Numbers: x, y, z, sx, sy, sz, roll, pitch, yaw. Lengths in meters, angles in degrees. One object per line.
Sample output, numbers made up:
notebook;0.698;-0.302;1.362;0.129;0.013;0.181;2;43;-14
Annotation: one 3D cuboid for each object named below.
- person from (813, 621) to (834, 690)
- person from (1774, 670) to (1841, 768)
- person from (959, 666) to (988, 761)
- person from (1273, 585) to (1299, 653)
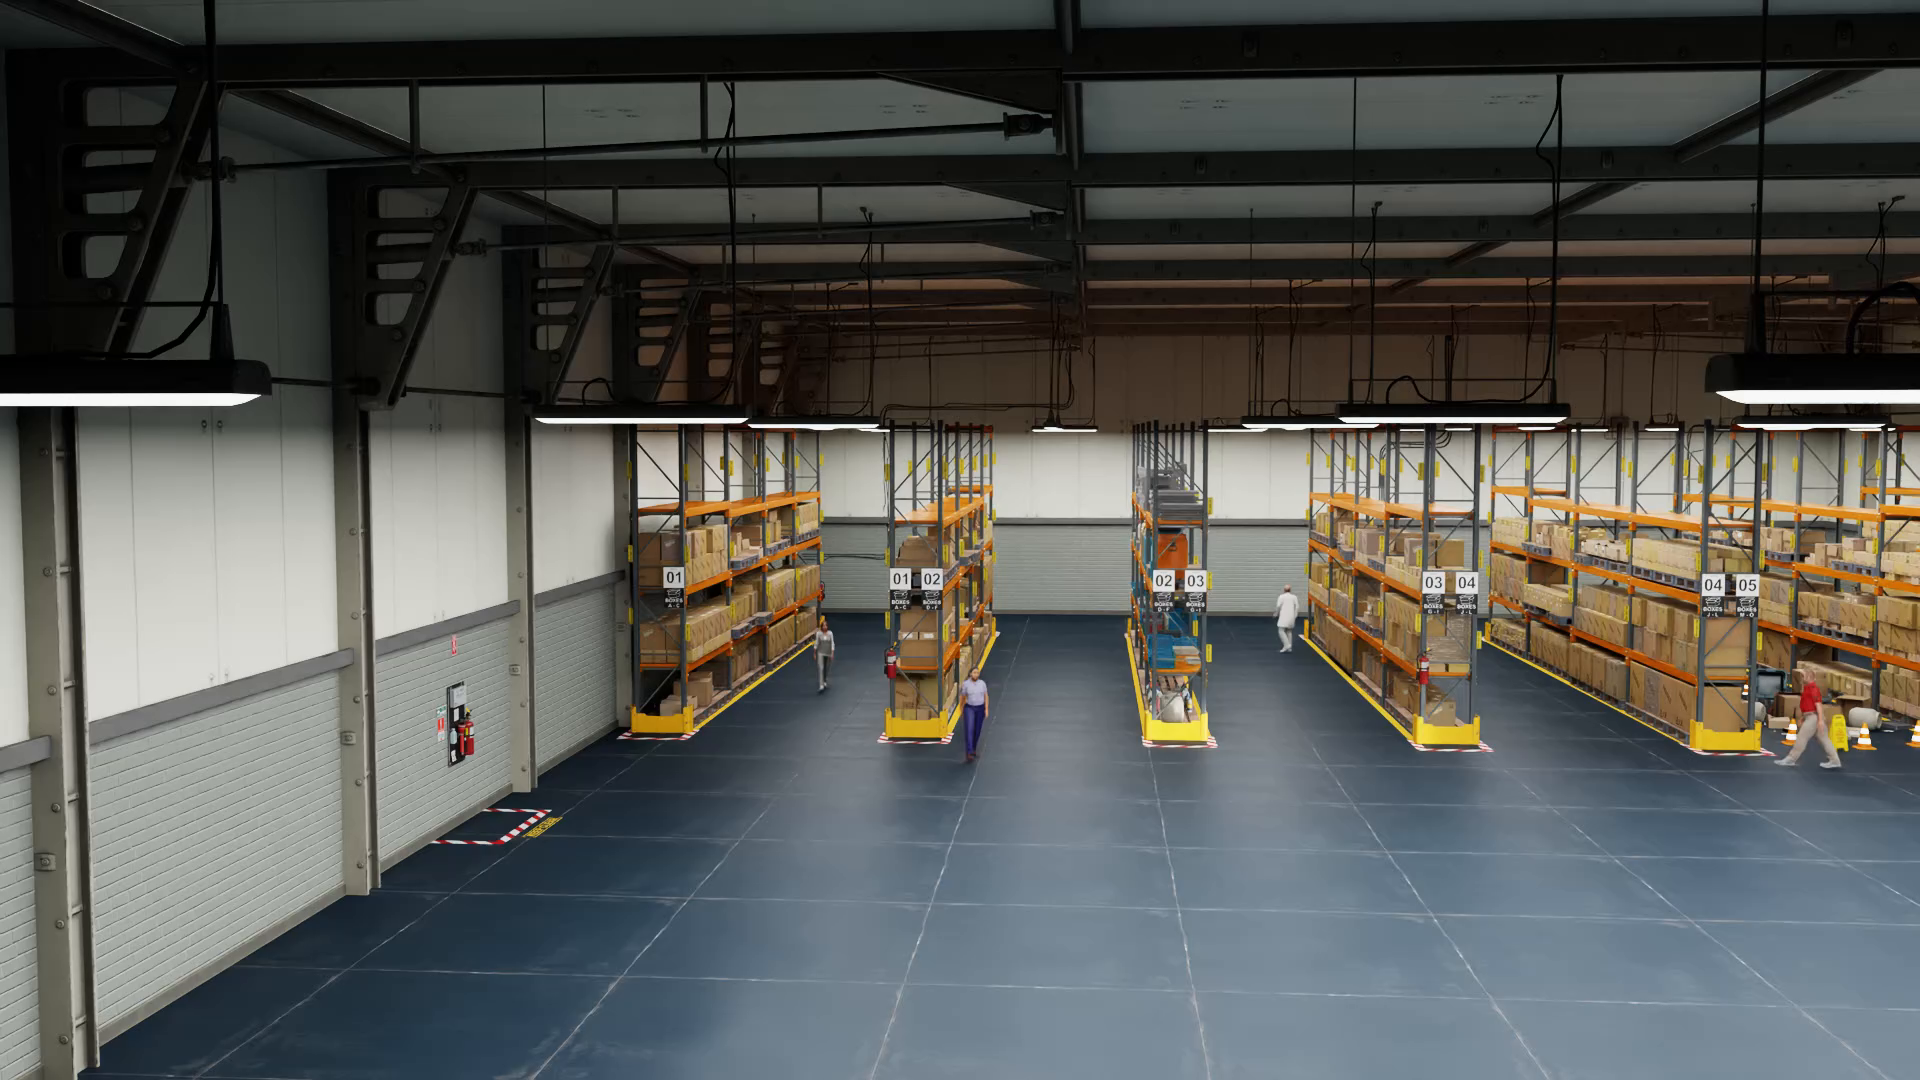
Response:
person;-3.032;2.574;37.181;0.453;1.543;0.969;-1;4;-19
person;14.567;3.057;28.534;1.030;1.656;0.582;2;4;27
person;0.258;3.048;29.355;0.546;1.604;0.819;-1;4;-22
person;8.663;2.080;43.868;0.651;1.757;0.706;-1;4;-18
